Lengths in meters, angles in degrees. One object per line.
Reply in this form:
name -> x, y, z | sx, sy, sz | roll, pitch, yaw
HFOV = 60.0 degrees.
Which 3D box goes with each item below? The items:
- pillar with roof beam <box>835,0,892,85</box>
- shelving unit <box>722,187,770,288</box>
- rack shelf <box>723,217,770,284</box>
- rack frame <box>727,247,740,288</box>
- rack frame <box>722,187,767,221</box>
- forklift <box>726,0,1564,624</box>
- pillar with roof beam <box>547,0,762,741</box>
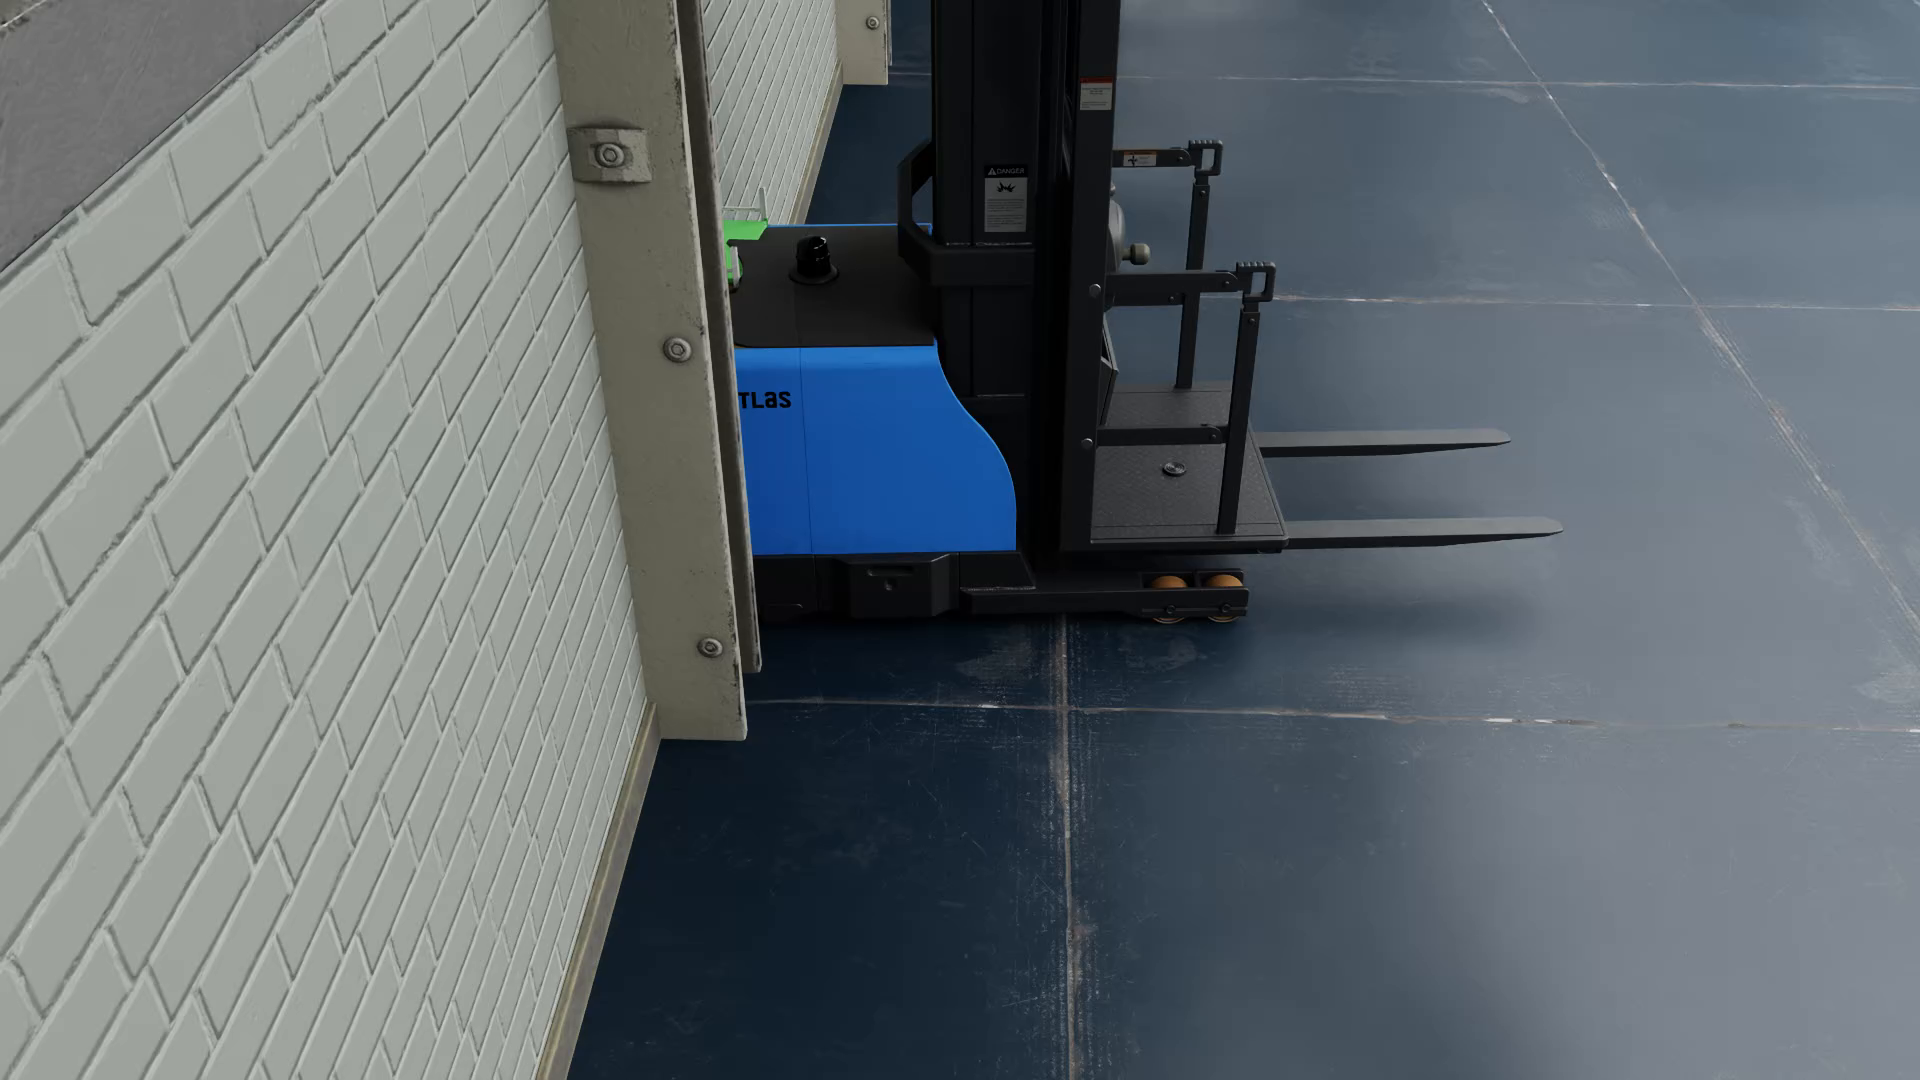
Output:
pillar with roof beam -> 3.706, -6.504, 7.678 | 9.100, 9.000, 0.400 | 1, 35, 2
shelving unit -> -0.831, -0.628, 6.080 | 0.258, 1.200, 0.503 | 3, 36, 5
rack shelf -> -0.836, -0.967, 5.839 | 0.258, 0.148, 0.480 | 3, 36, 5
rack frame -> -0.855, -0.487, 5.882 | 0.240, 1.200, 0.015 | 3, 36, 5
rack frame -> -0.808, -0.769, 6.278 | 0.240, 1.200, 0.015 | 3, 36, 5
forklift -> 0.624, -1.212, 5.425 | 3.031, 2.935, 1.130 | -1, 35, -2
pillar with roof beam -> 3.465, -3.056, 2.773 | 9.100, 9.000, 0.400 | 1, 35, 2
